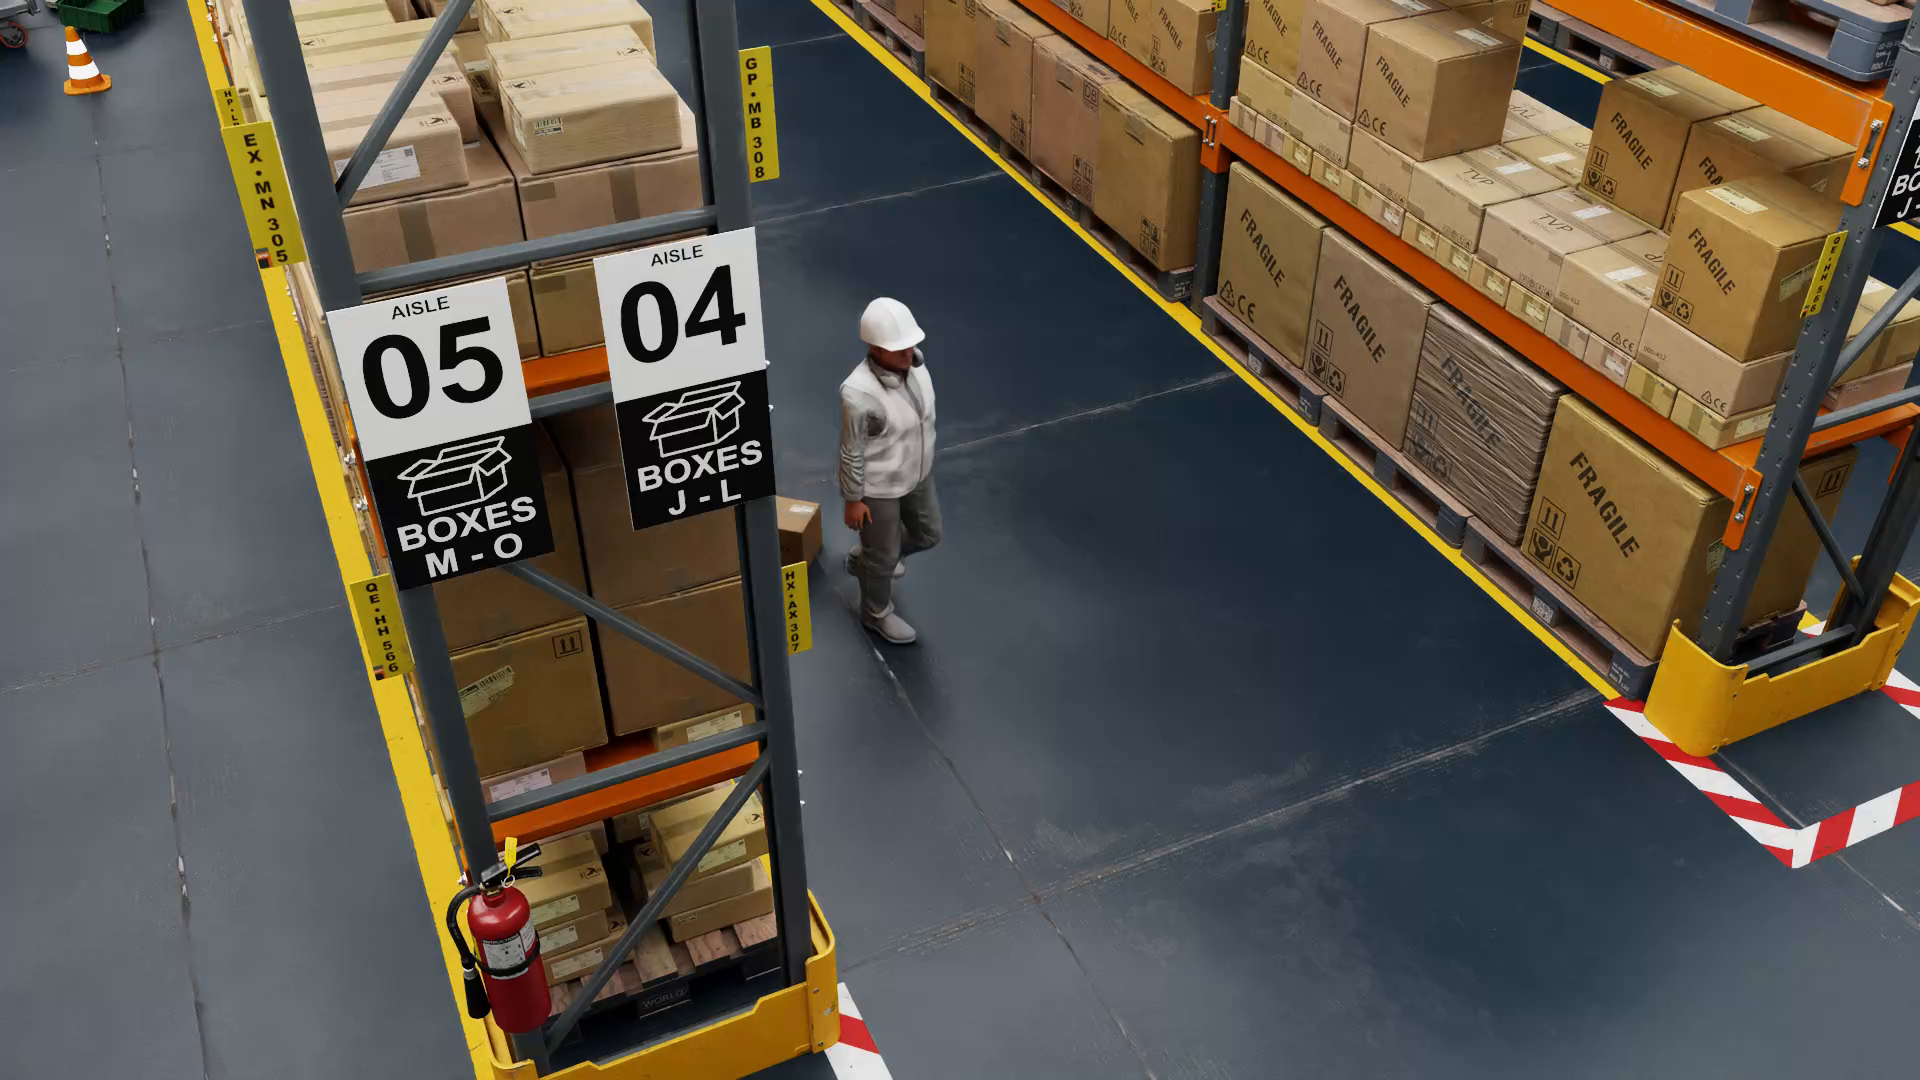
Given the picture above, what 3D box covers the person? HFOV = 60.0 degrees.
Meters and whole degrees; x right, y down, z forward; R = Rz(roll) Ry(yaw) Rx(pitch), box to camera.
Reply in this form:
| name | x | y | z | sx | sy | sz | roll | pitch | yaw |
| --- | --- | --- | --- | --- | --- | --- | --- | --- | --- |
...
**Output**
| name | x | y | z | sx | sy | sz | roll | pitch | yaw |
| --- | --- | --- | --- | --- | --- | --- | --- | --- | --- |
| person | -0.350 | -0.308 | 7.236 | 0.554 | 1.769 | 0.589 | 20 | 42 | 25 |
